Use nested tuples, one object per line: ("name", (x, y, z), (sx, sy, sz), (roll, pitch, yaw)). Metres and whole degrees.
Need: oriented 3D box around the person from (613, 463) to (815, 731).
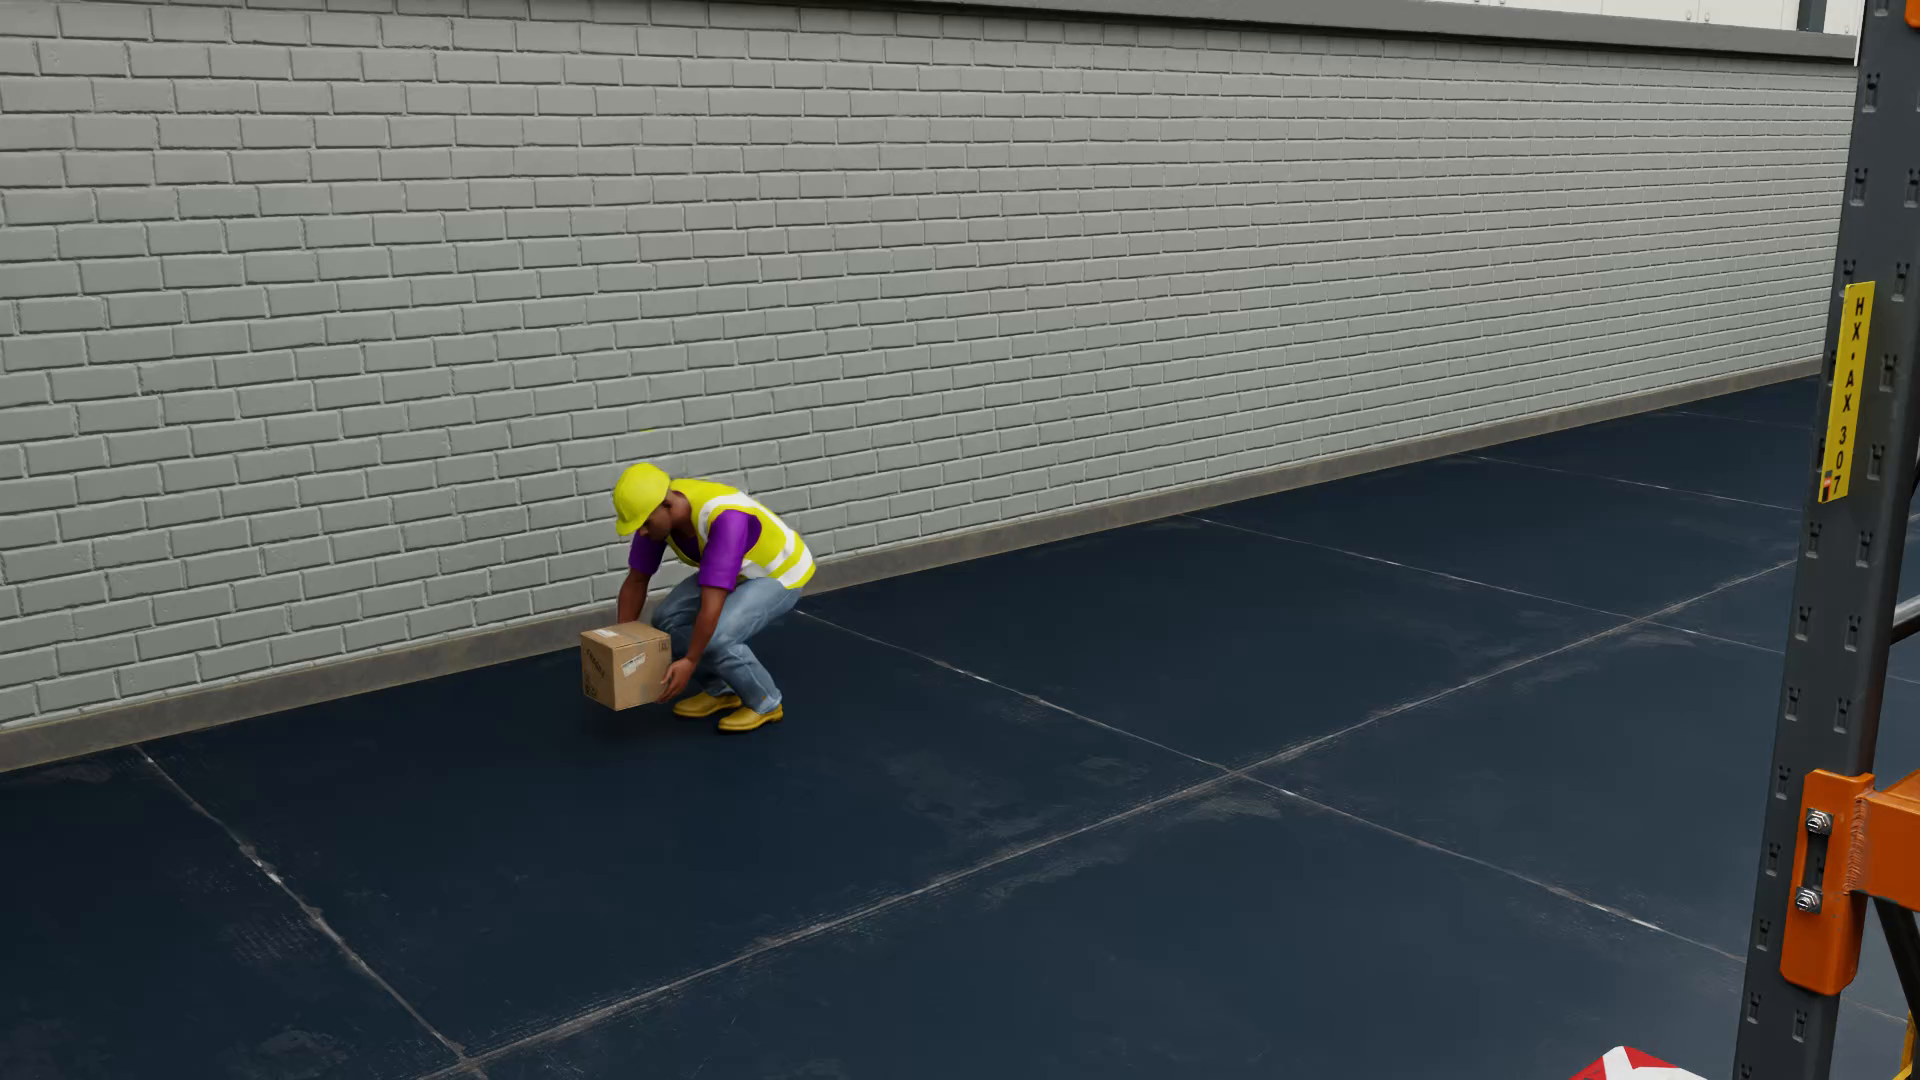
("person", (-0.956, 0.203, 6.501), (0.860, 1.111, 0.603), (-12, 18, -40))
